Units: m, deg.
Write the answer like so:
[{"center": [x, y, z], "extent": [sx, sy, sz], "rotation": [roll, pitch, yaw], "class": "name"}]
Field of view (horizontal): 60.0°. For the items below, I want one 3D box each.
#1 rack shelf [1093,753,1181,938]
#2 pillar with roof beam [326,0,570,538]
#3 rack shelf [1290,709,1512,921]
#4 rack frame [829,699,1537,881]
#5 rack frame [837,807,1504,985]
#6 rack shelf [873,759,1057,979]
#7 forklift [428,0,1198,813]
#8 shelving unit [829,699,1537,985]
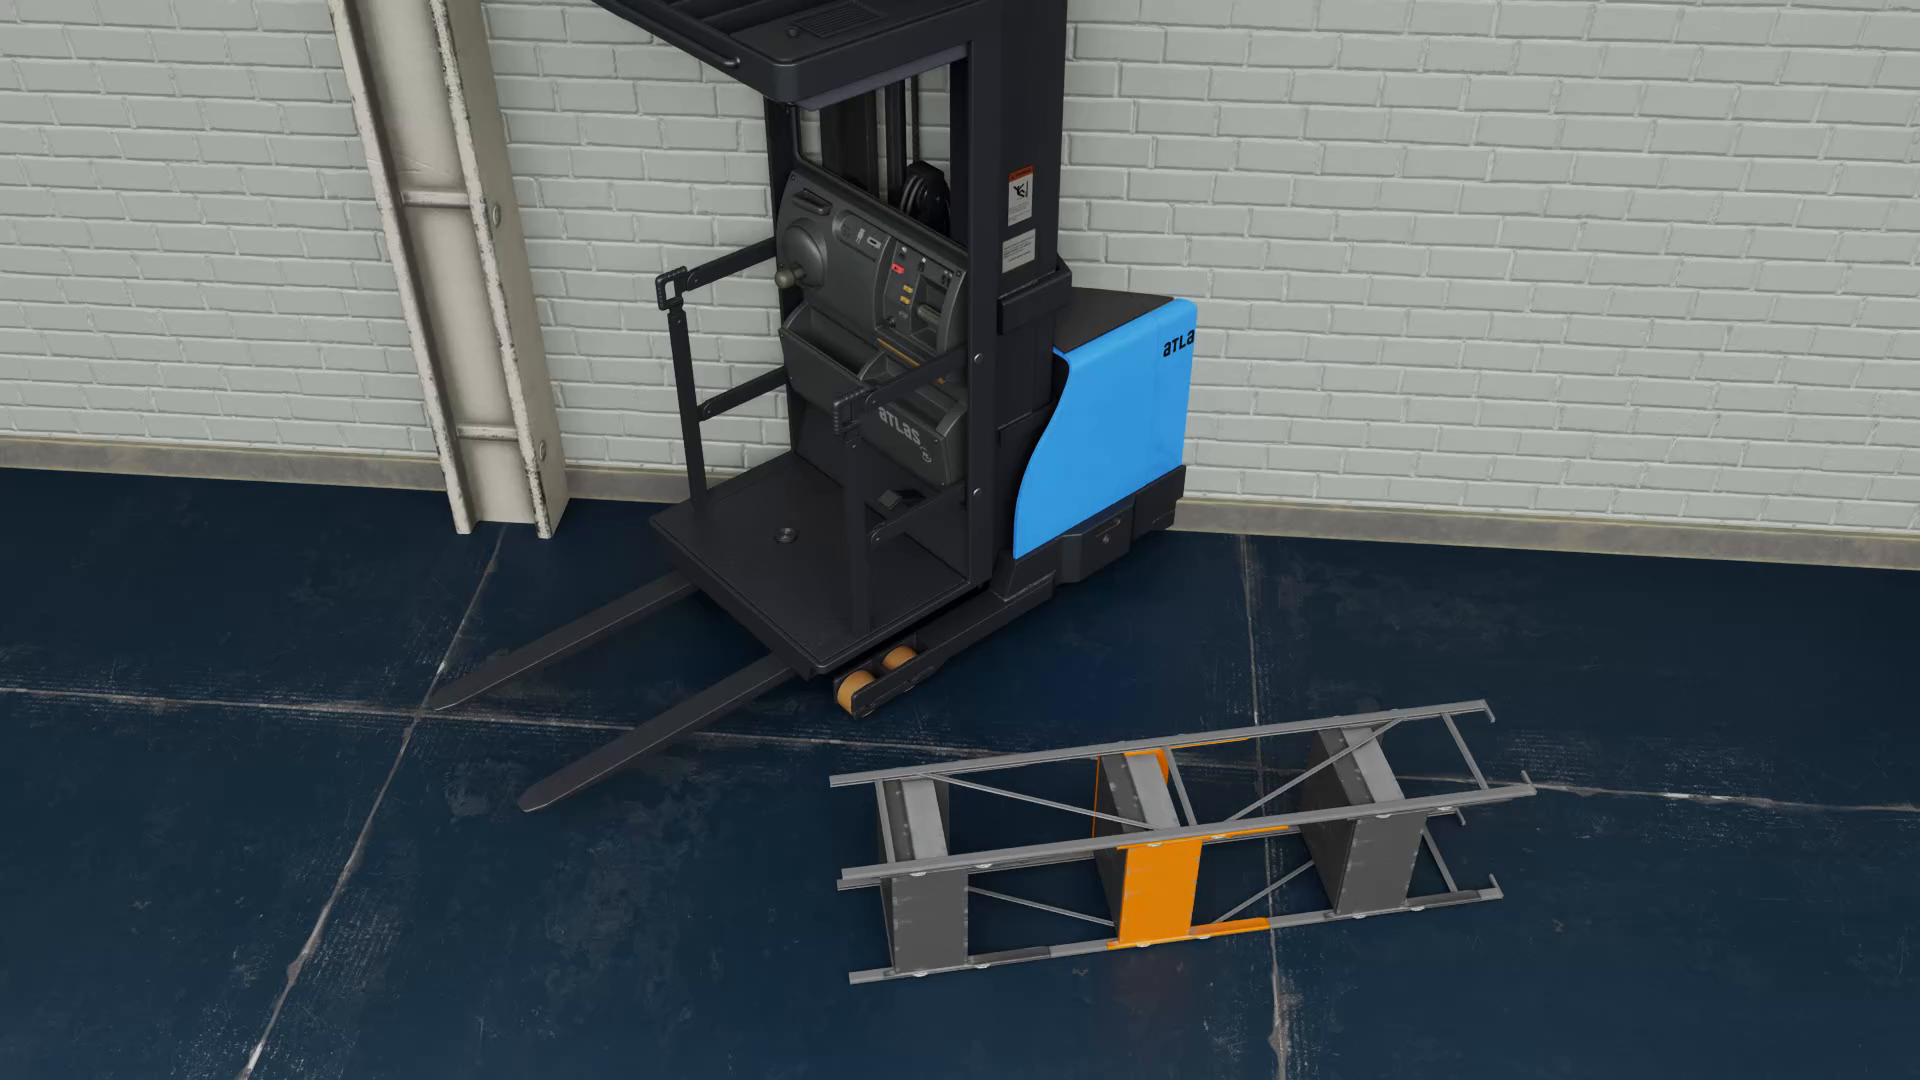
[{"center": [0.549, 0.945, 5.180], "extent": [0.174, 0.457, 0.368], "rotation": [-6, 39, -7], "class": "rack shelf"}, {"center": [-2.216, -0.897, 0.723], "extent": [0.400, 9.000, 9.100], "rotation": [3, 39, 4], "class": "pillar with roof beam"}, {"center": [1.375, 0.862, 5.282], "extent": [0.518, 0.480, 0.431], "rotation": [-6, 39, -7], "class": "rack shelf"}, {"center": [0.670, 0.744, 5.041], "extent": [2.100, 0.015, 0.400], "rotation": [-6, 39, -7], "class": "rack frame"}, {"center": [0.670, 1.122, 5.349], "extent": [2.100, 0.015, 0.400], "rotation": [-6, 39, -7], "class": "rack frame"}, {"center": [-0.007, 1.001, 5.111], "extent": [0.518, 0.480, 0.431], "rotation": [-6, 39, -7], "class": "rack shelf"}, {"center": [-0.470, -0.878, 5.507], "extent": [3.031, 2.935, 1.130], "rotation": [-29, 47, -31], "class": "forklift"}, {"center": [0.670, 0.933, 5.195], "extent": [2.100, 0.503, 0.431], "rotation": [-6, 39, -7], "class": "shelving unit"}]
